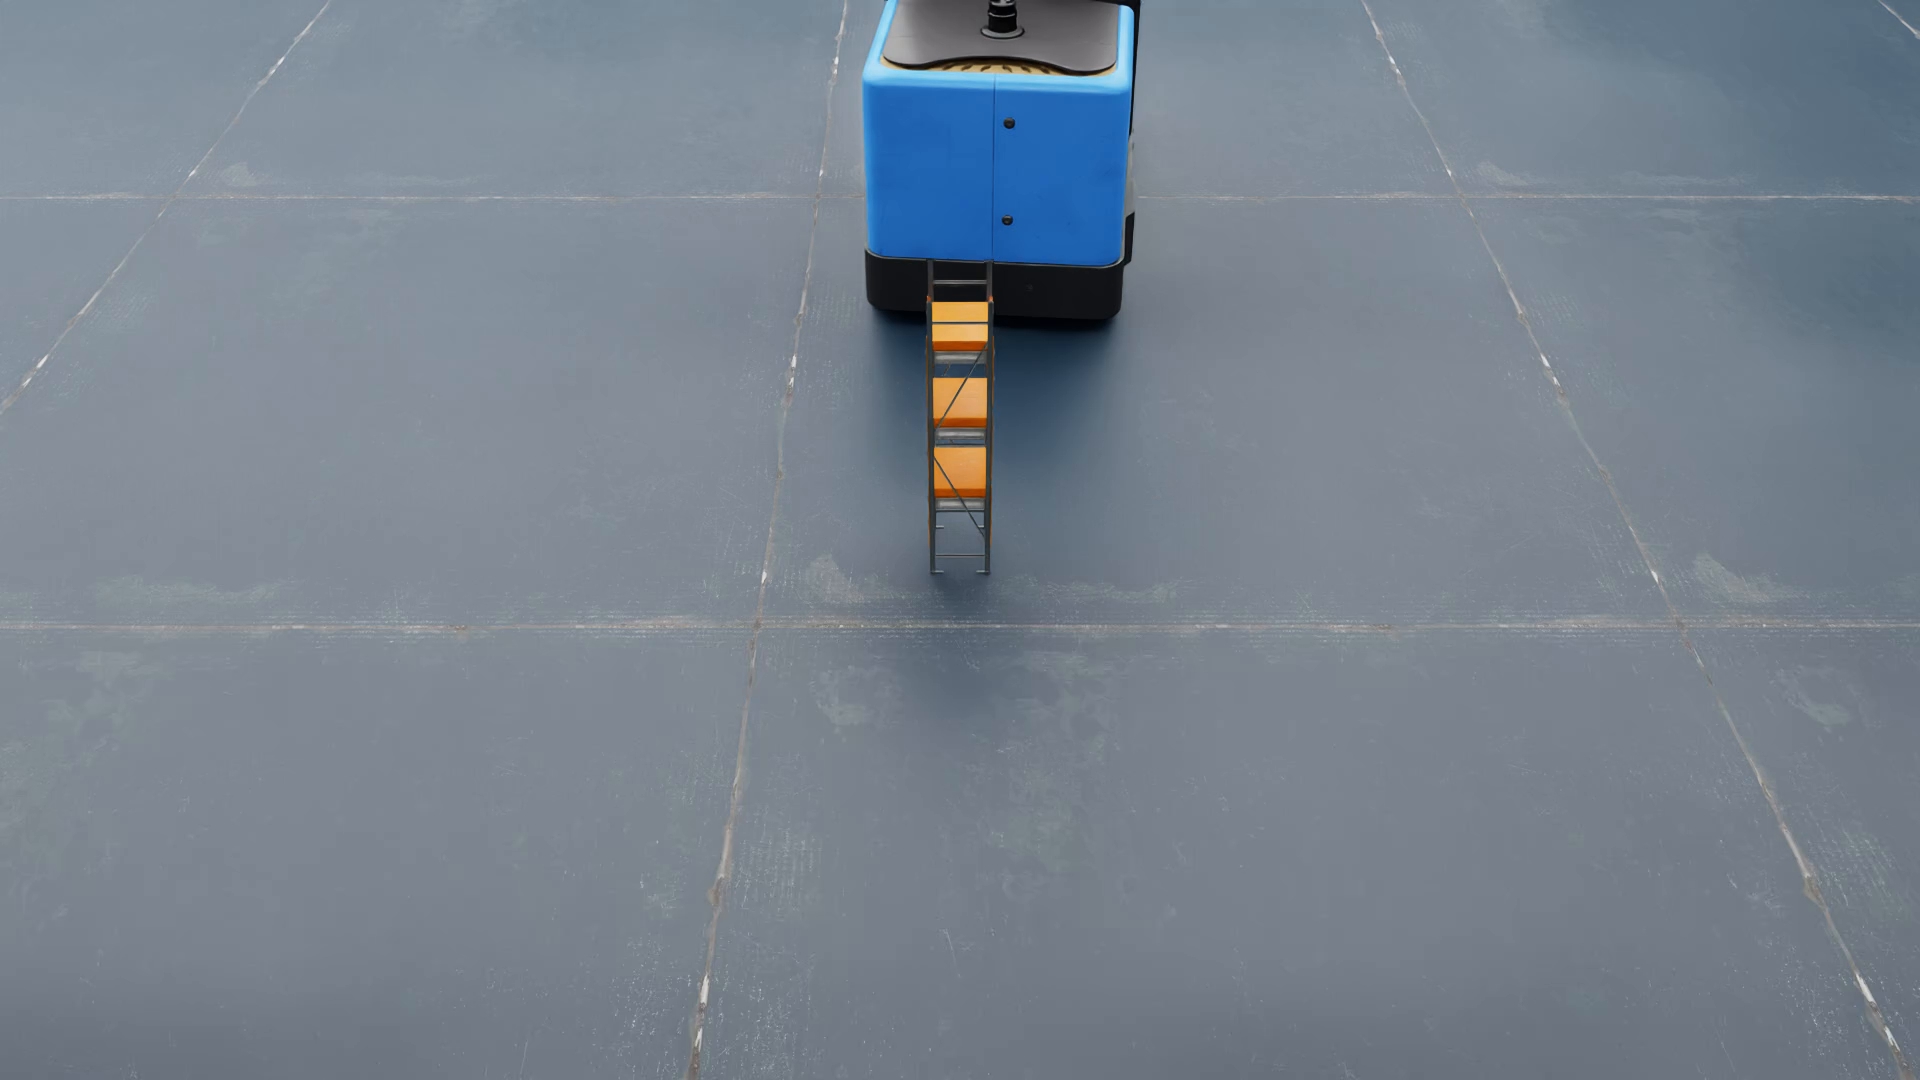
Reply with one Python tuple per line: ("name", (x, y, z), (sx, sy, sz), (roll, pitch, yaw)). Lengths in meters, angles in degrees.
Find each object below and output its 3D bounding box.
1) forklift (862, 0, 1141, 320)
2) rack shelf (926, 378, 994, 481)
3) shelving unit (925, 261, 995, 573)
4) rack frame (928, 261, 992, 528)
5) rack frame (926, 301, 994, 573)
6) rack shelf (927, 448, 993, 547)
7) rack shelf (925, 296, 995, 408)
("forklift", (0.265, -2.948, 7.085), (1.130, 2.935, 3.031), (3, 39, 4))
("rack shelf", (0.000, -0.368, 5.387), (0.215, 0.259, 0.240), (0, 39, 0))
("shelving unit", (0.000, -0.376, 5.380), (0.215, 1.050, 0.252), (0, 39, 0))
("rack frame", (0.000, -0.453, 5.475), (0.200, 1.050, 0.008), (0, 39, 0))
("rack frame", (0.000, -0.300, 5.285), (0.200, 1.050, 0.008), (0, 39, 0))
("rack shelf", (0.000, -0.151, 5.560), (0.215, 0.259, 0.240), (0, 39, 0))
("rack shelf", (0.000, -0.589, 5.209), (0.215, 0.259, 0.240), (0, 39, 0))
